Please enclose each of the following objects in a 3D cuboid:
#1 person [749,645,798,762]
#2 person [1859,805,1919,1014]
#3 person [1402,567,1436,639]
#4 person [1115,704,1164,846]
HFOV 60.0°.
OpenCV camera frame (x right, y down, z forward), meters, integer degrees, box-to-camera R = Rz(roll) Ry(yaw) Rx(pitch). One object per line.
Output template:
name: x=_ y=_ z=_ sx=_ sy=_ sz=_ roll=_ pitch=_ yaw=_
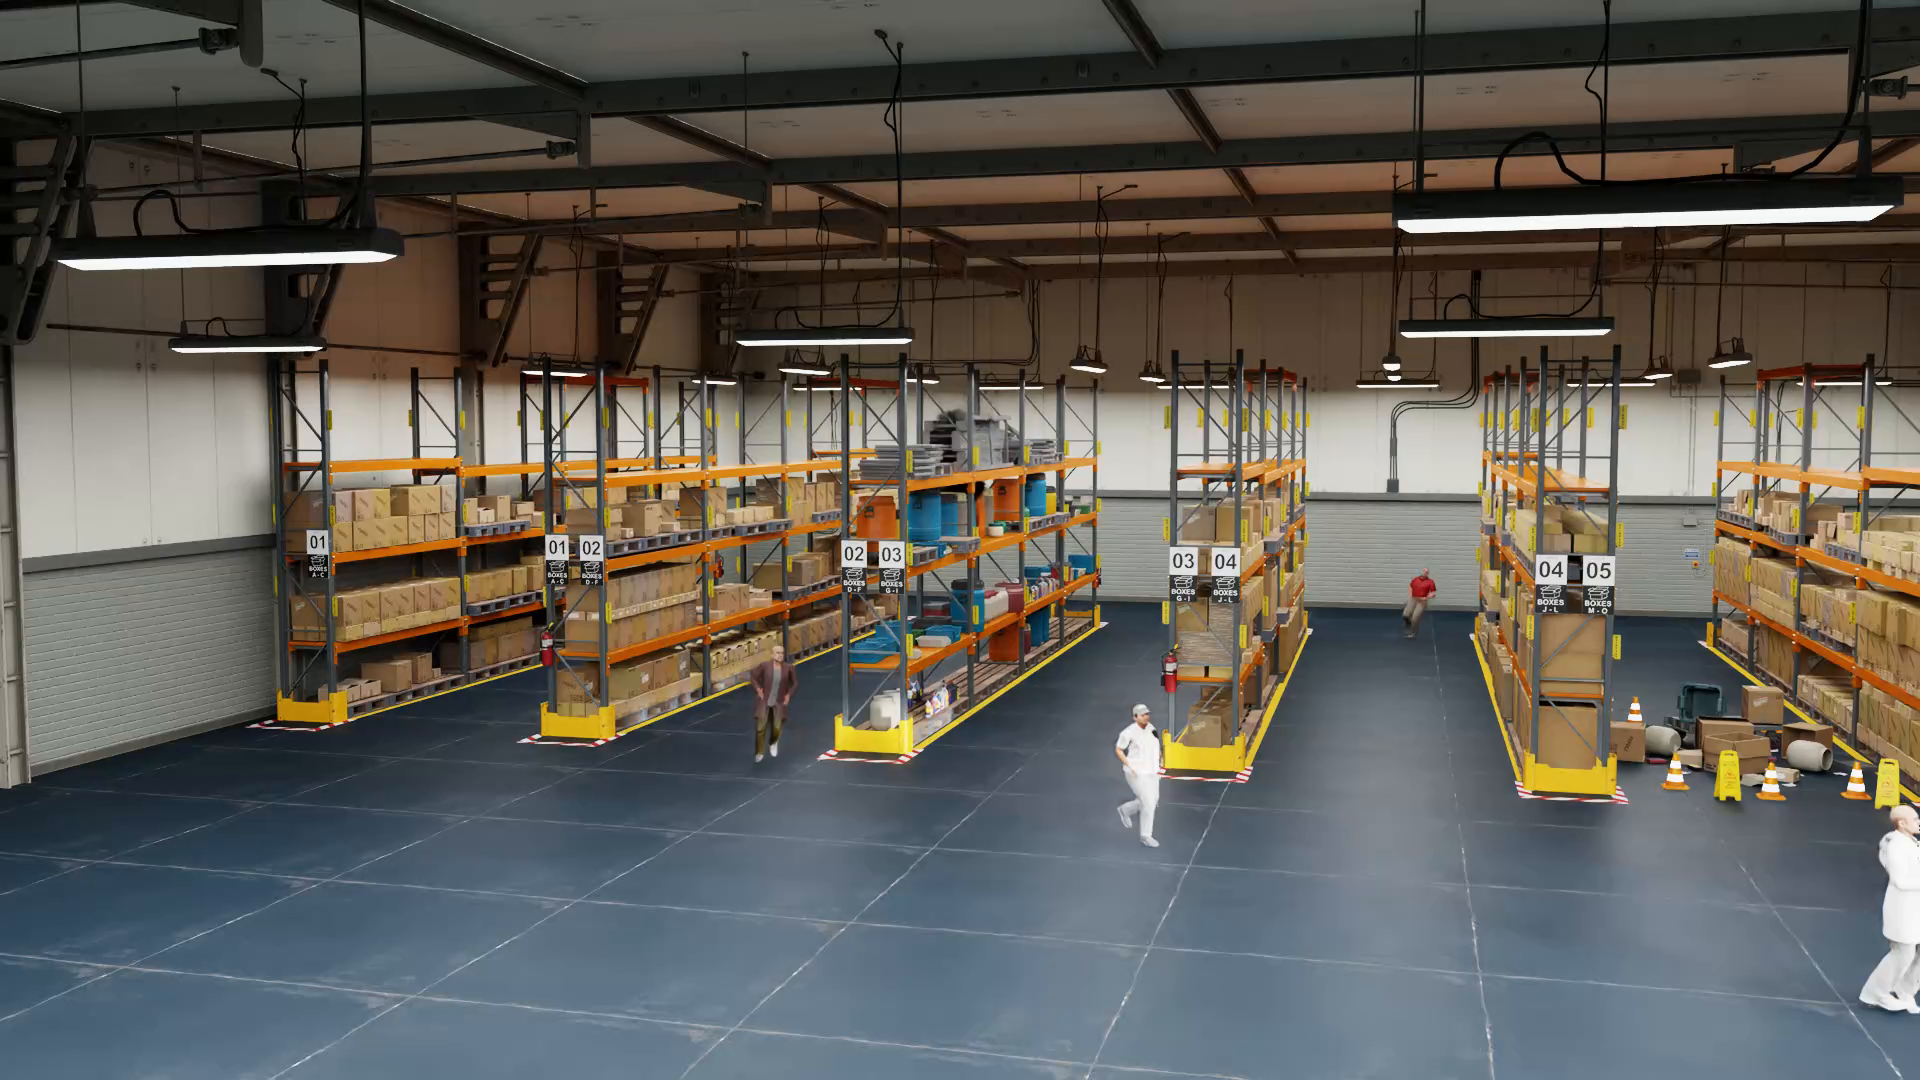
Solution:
person: x=-2.734 y=2.402 z=24.444 sx=0.714 sy=1.703 sz=0.599 roll=-1 pitch=4 yaw=-7
person: x=7.991 y=3.125 z=13.954 sx=0.724 sy=1.797 sz=0.688 roll=4 pitch=5 yaw=41
person: x=10.453 y=1.443 z=38.031 sx=0.753 sy=1.649 sz=0.544 roll=4 pitch=6 yaw=45
person: x=2.134 y=2.772 z=19.810 sx=0.602 sy=1.660 sz=0.705 roll=-3 pitch=5 yaw=-38
